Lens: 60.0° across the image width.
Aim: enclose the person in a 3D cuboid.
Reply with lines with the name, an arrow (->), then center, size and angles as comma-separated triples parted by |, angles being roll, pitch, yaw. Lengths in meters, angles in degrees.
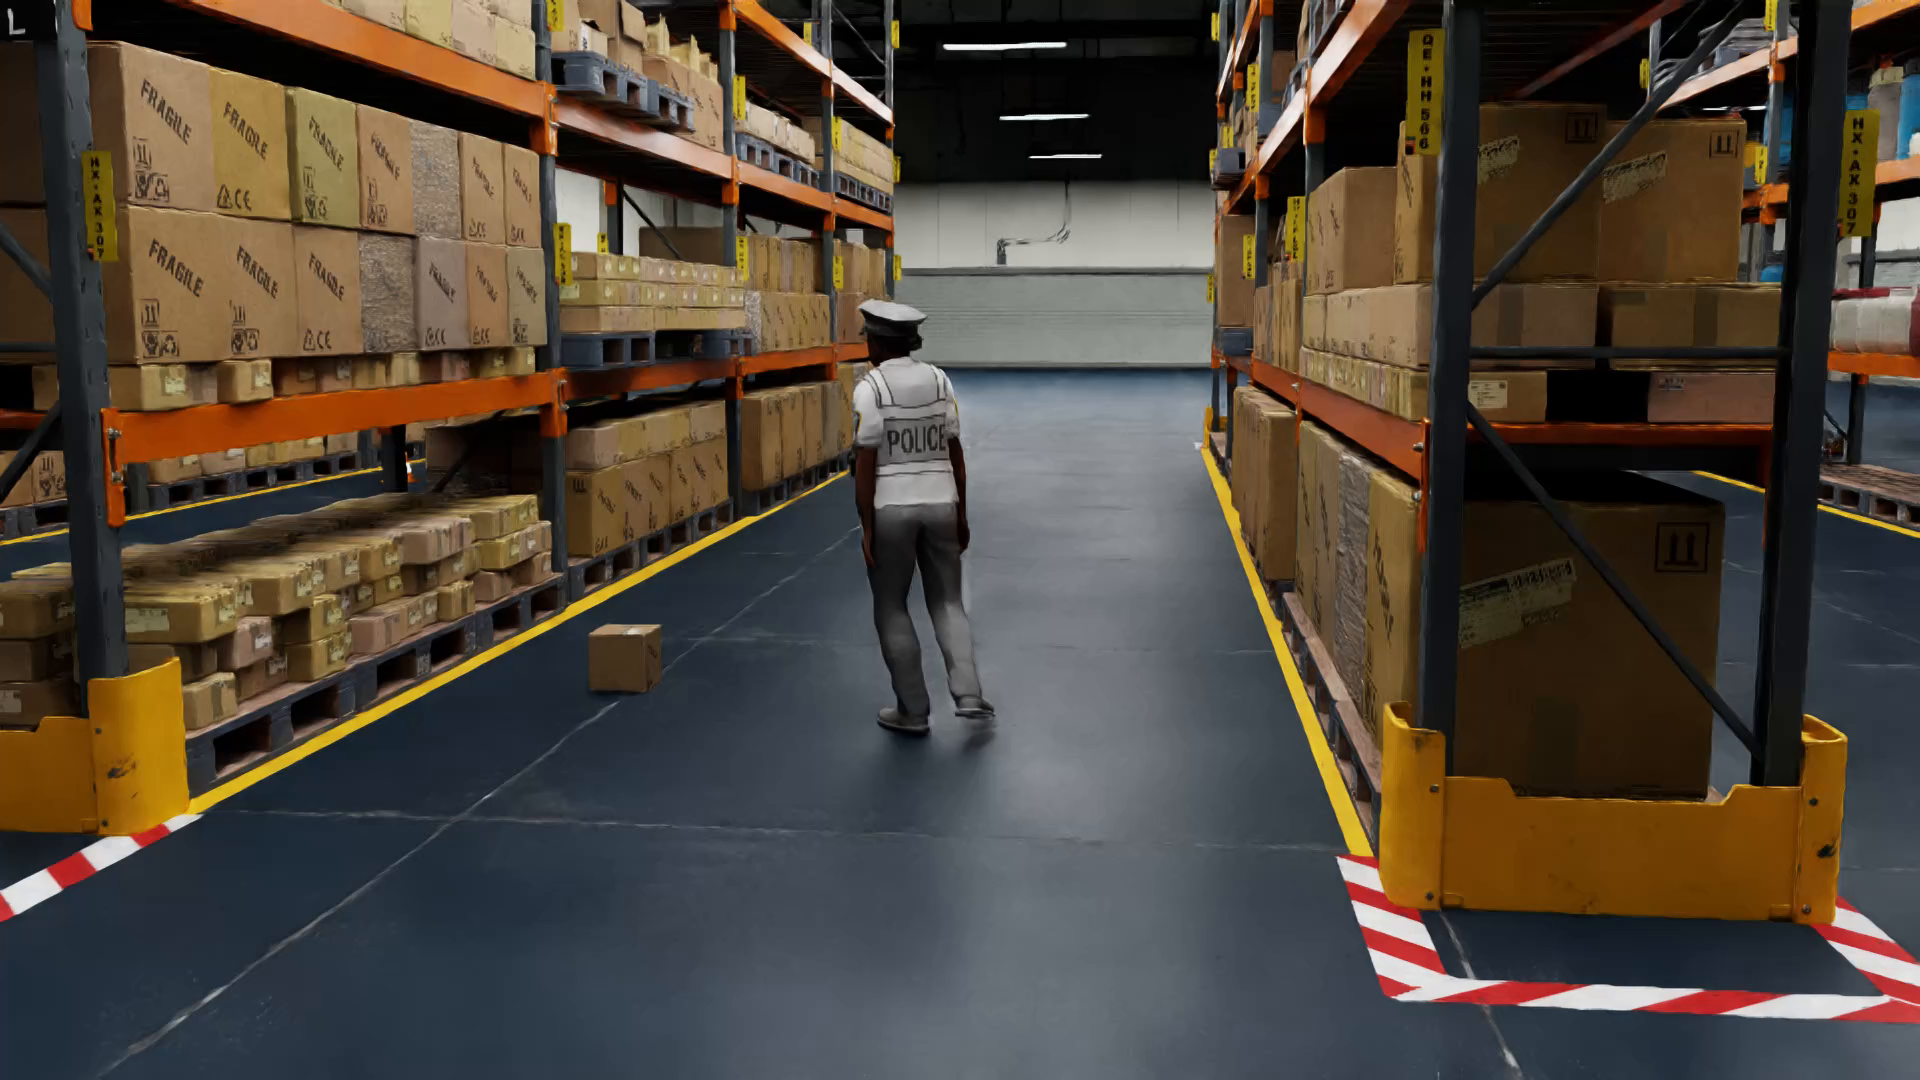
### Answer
person -> -0.141, -0.080, 6.347 | 0.519, 1.666, 0.536 | -4, 9, -28
